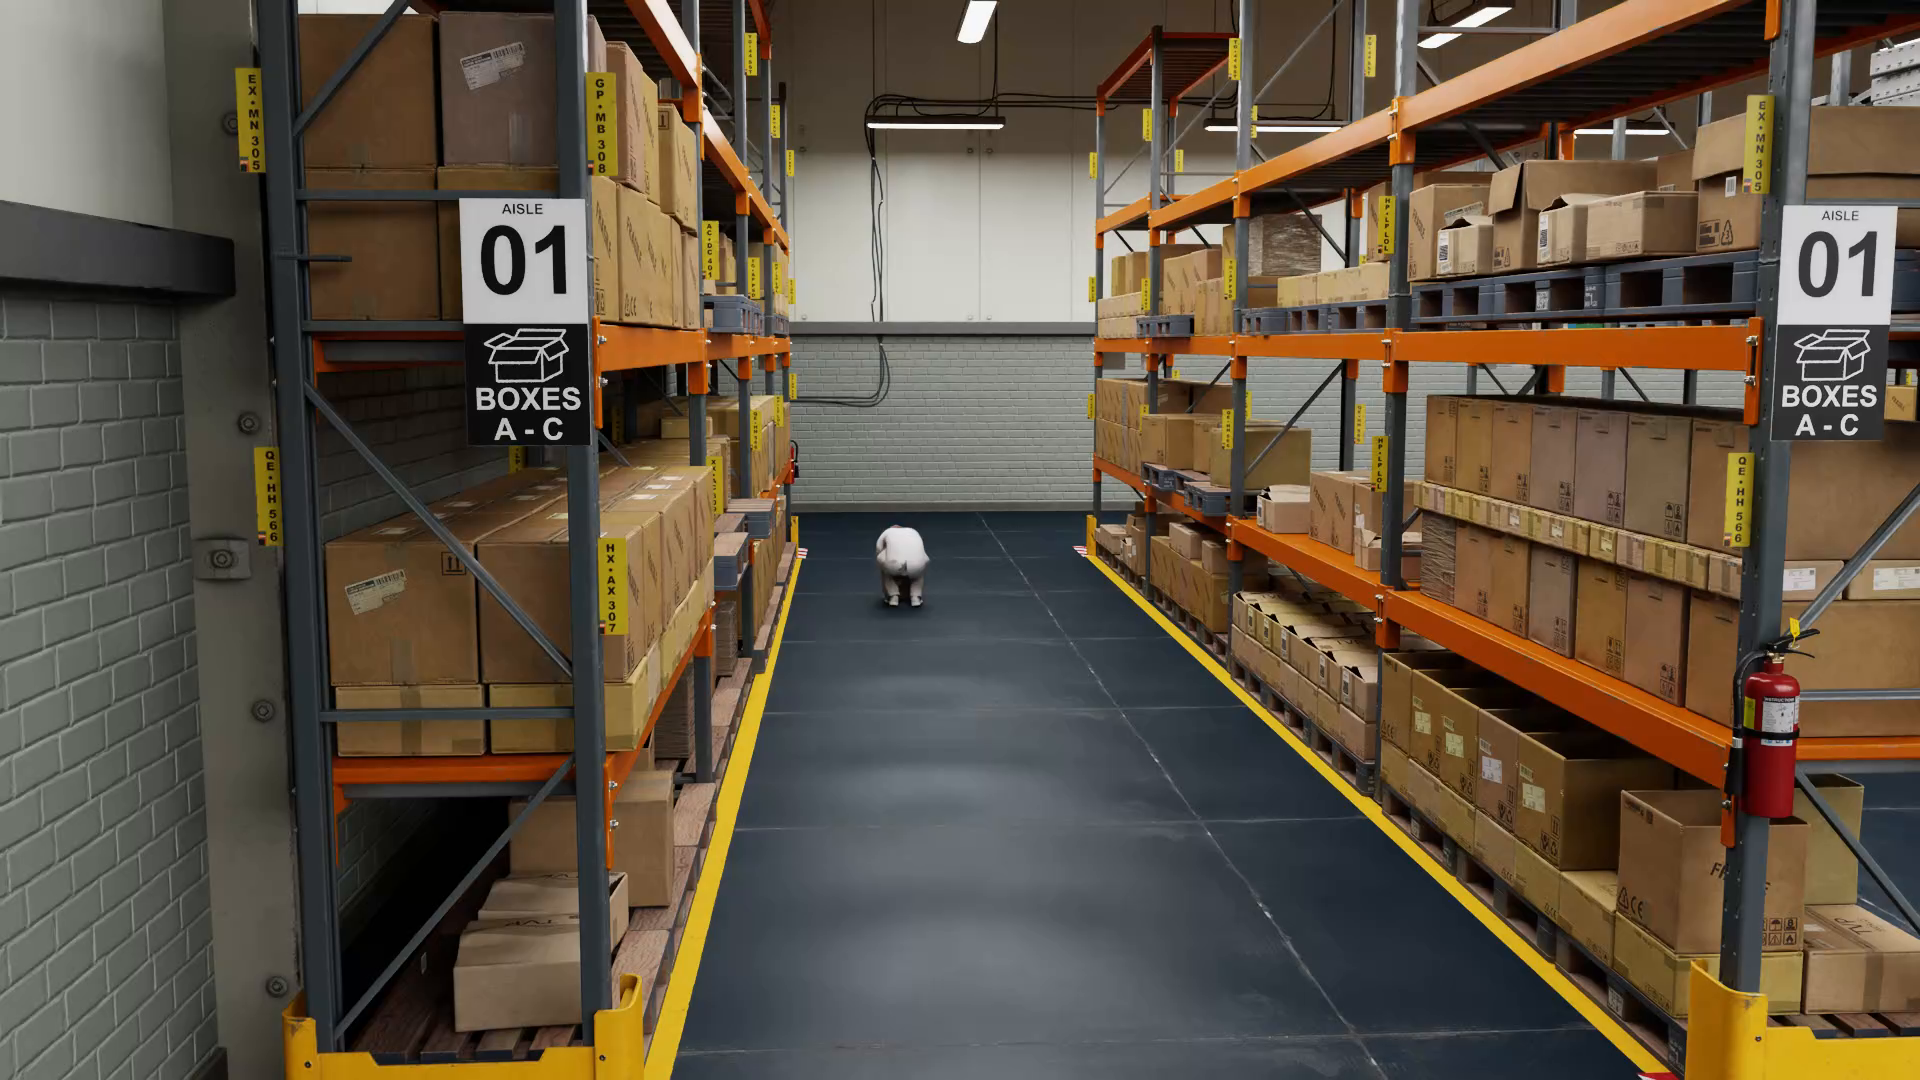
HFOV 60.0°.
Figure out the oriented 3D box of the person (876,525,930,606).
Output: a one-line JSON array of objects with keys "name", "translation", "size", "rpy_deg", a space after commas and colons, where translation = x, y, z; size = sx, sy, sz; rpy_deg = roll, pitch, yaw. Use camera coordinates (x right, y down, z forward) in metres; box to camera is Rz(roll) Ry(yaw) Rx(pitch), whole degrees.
[{"name": "person", "translation": [-0.608, 0.285, 17.691], "size": [0.570, 0.810, 0.933], "rpy_deg": [-1, 7, -5]}]
